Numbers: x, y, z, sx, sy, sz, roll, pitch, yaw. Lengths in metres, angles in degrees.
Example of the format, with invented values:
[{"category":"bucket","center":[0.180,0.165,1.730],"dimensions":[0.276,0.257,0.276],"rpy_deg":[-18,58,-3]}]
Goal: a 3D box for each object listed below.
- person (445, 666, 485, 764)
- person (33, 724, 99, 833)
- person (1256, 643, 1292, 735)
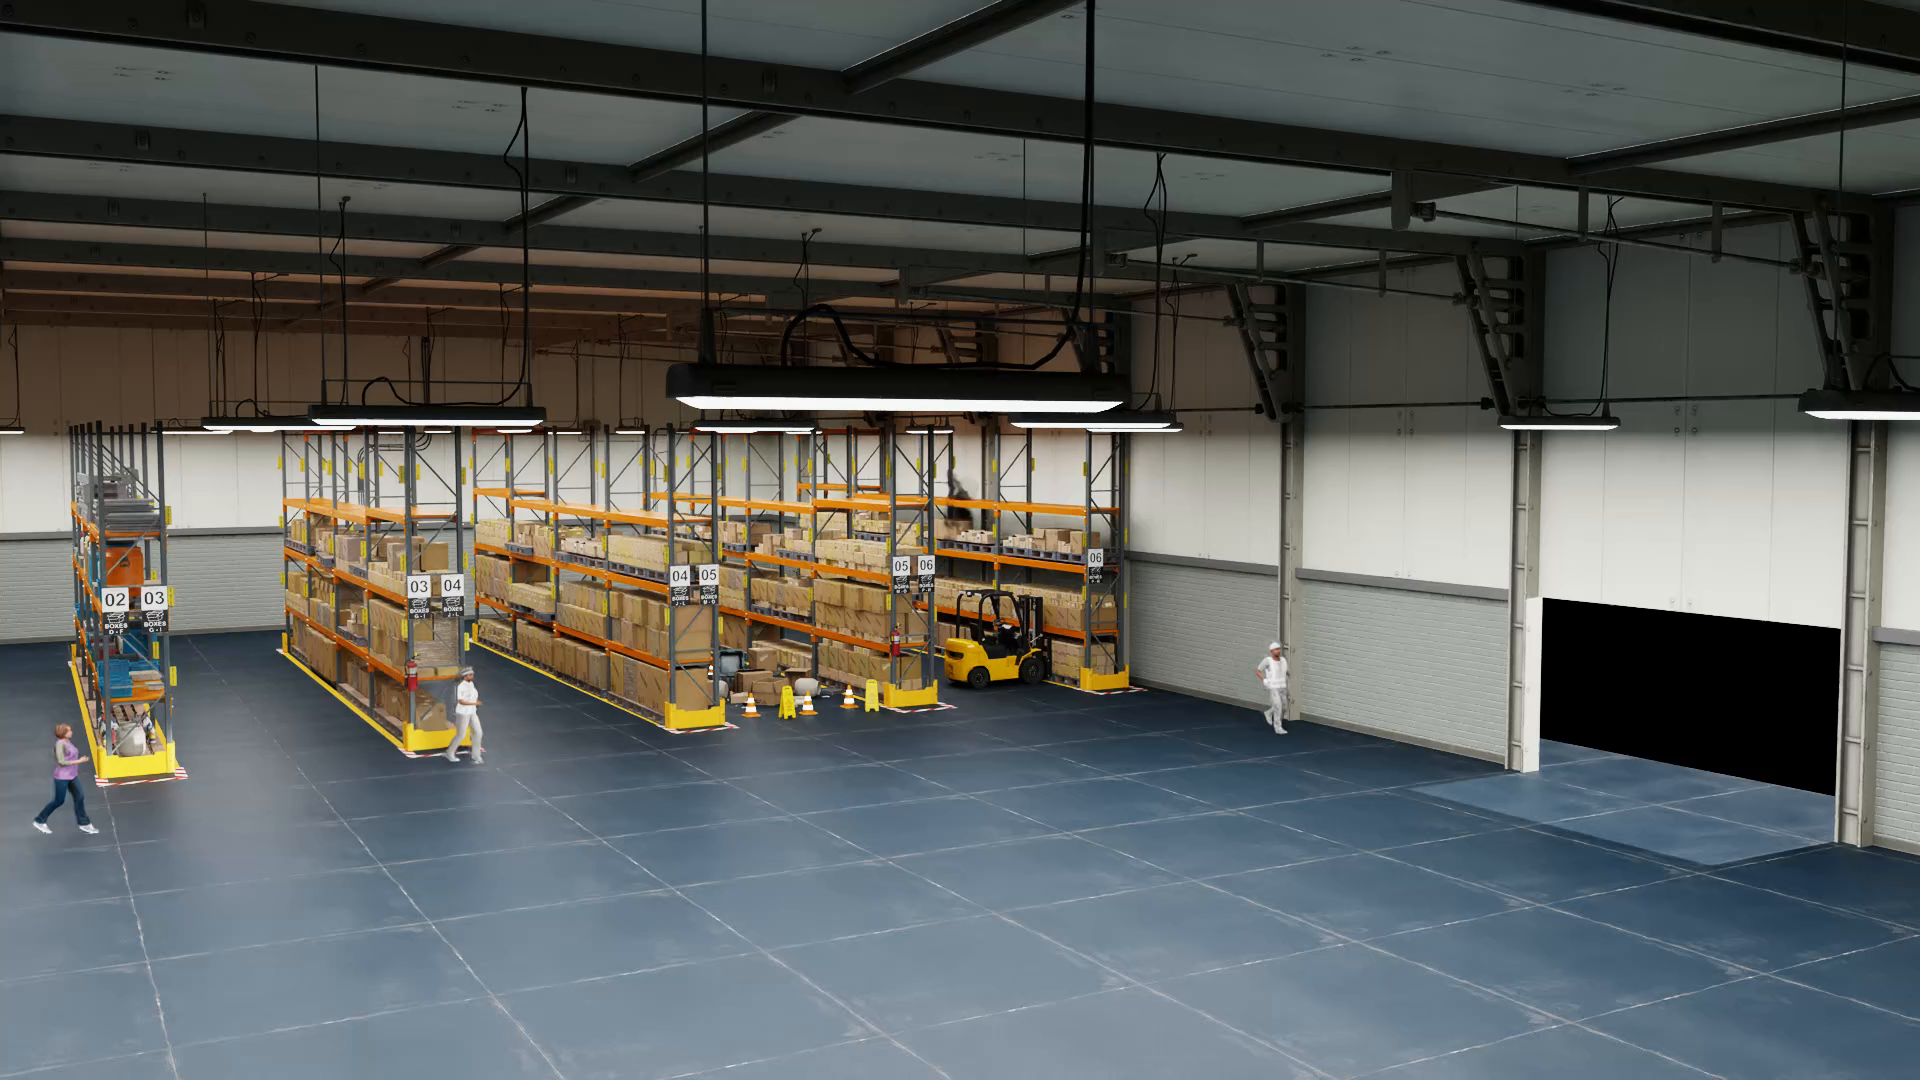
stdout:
[{"category":"person","center":[-8.661,3.092,29.151],"dimensions":[0.756,1.773,0.597],"rpy_deg":[1,4,11]},{"category":"person","center":[-12.823,3.427,23.810],"dimensions":[0.833,1.616,0.525],"rpy_deg":[-1,4,-9]},{"category":"person","center":[6.098,2.860,32.209],"dimensions":[0.696,1.750,0.818],"rpy_deg":[-2,4,-26]}]
